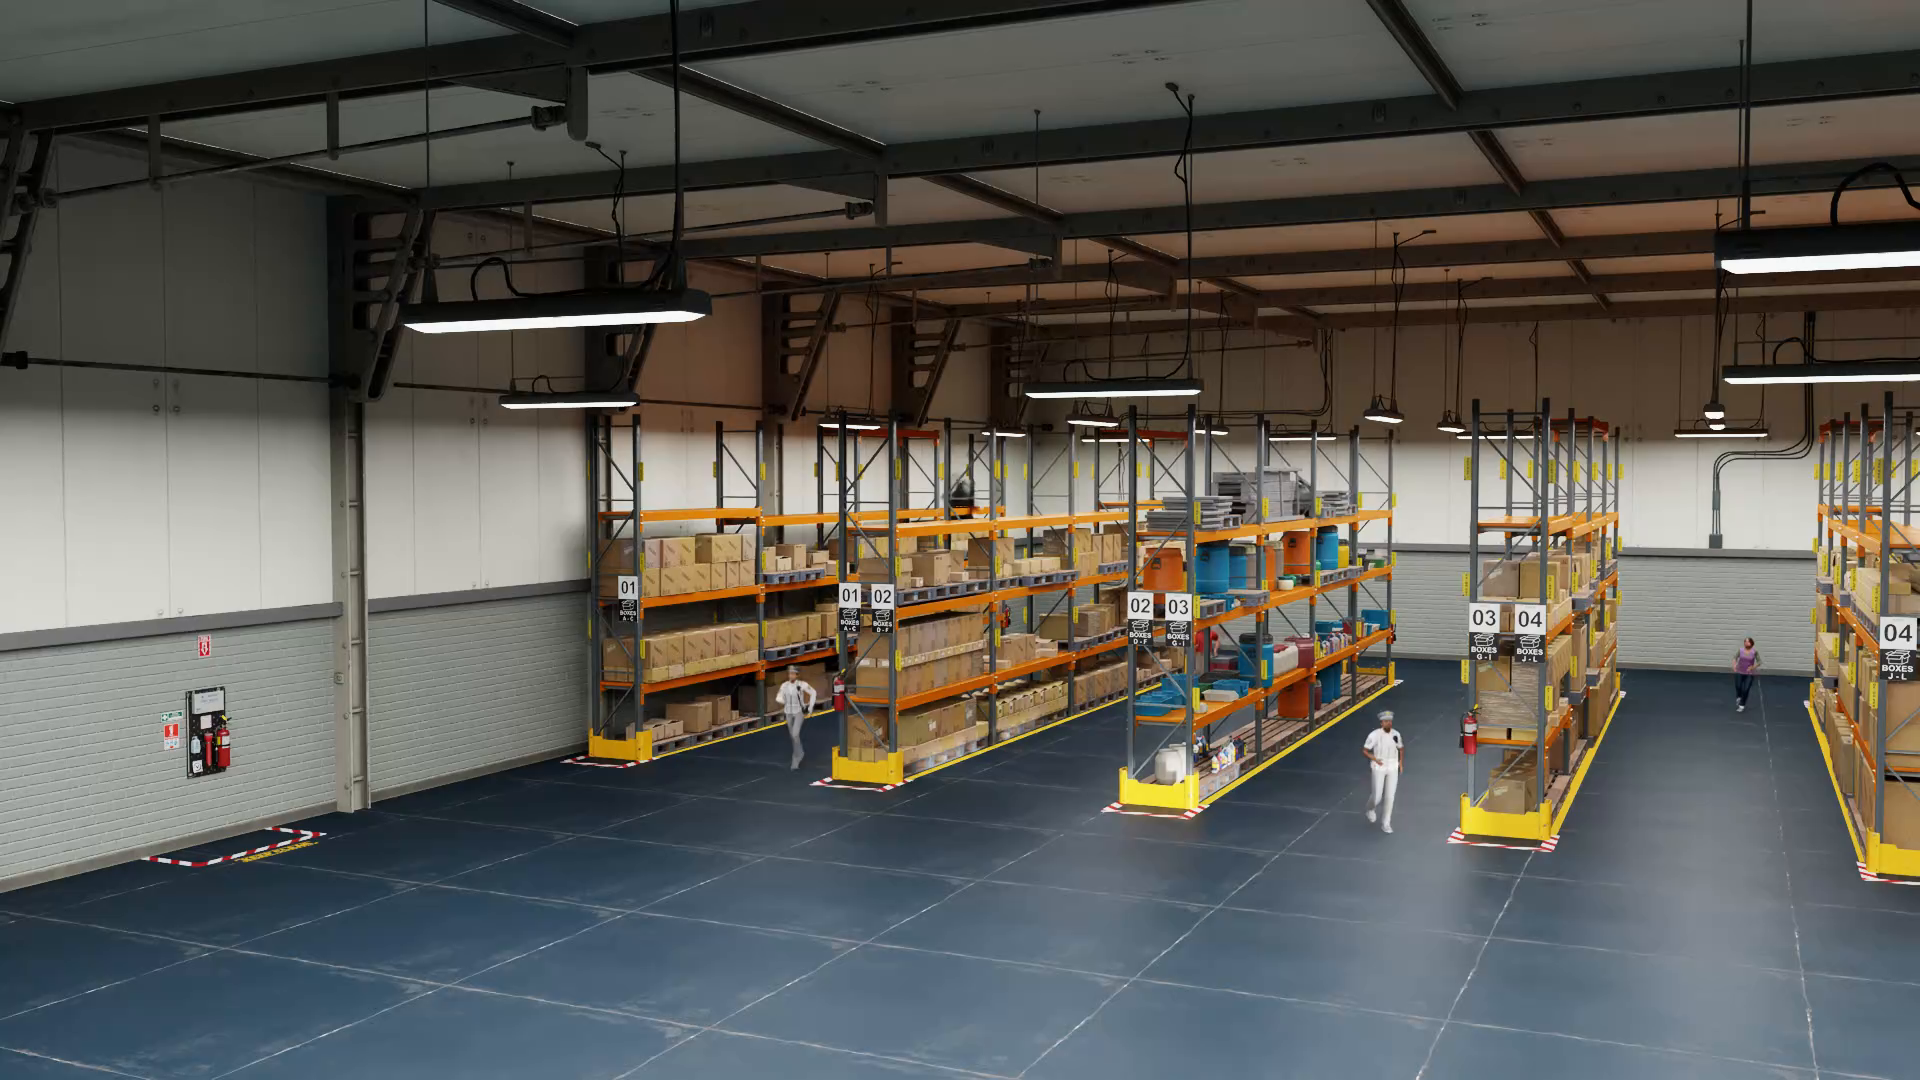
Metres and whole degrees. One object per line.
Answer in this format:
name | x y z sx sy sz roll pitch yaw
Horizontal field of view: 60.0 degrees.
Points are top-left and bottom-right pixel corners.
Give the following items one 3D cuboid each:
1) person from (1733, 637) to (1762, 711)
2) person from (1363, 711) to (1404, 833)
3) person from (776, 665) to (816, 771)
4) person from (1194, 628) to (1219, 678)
person | 16.418 2.811 34.721 0.568 1.536 0.488 2 3 34
person | 5.944 3.216 23.303 0.608 1.665 0.704 0 2 -2
person | -2.798 2.980 28.189 0.609 1.744 0.762 1 3 22
person | 5.361 2.640 36.771 0.647 1.785 0.780 1 2 19
